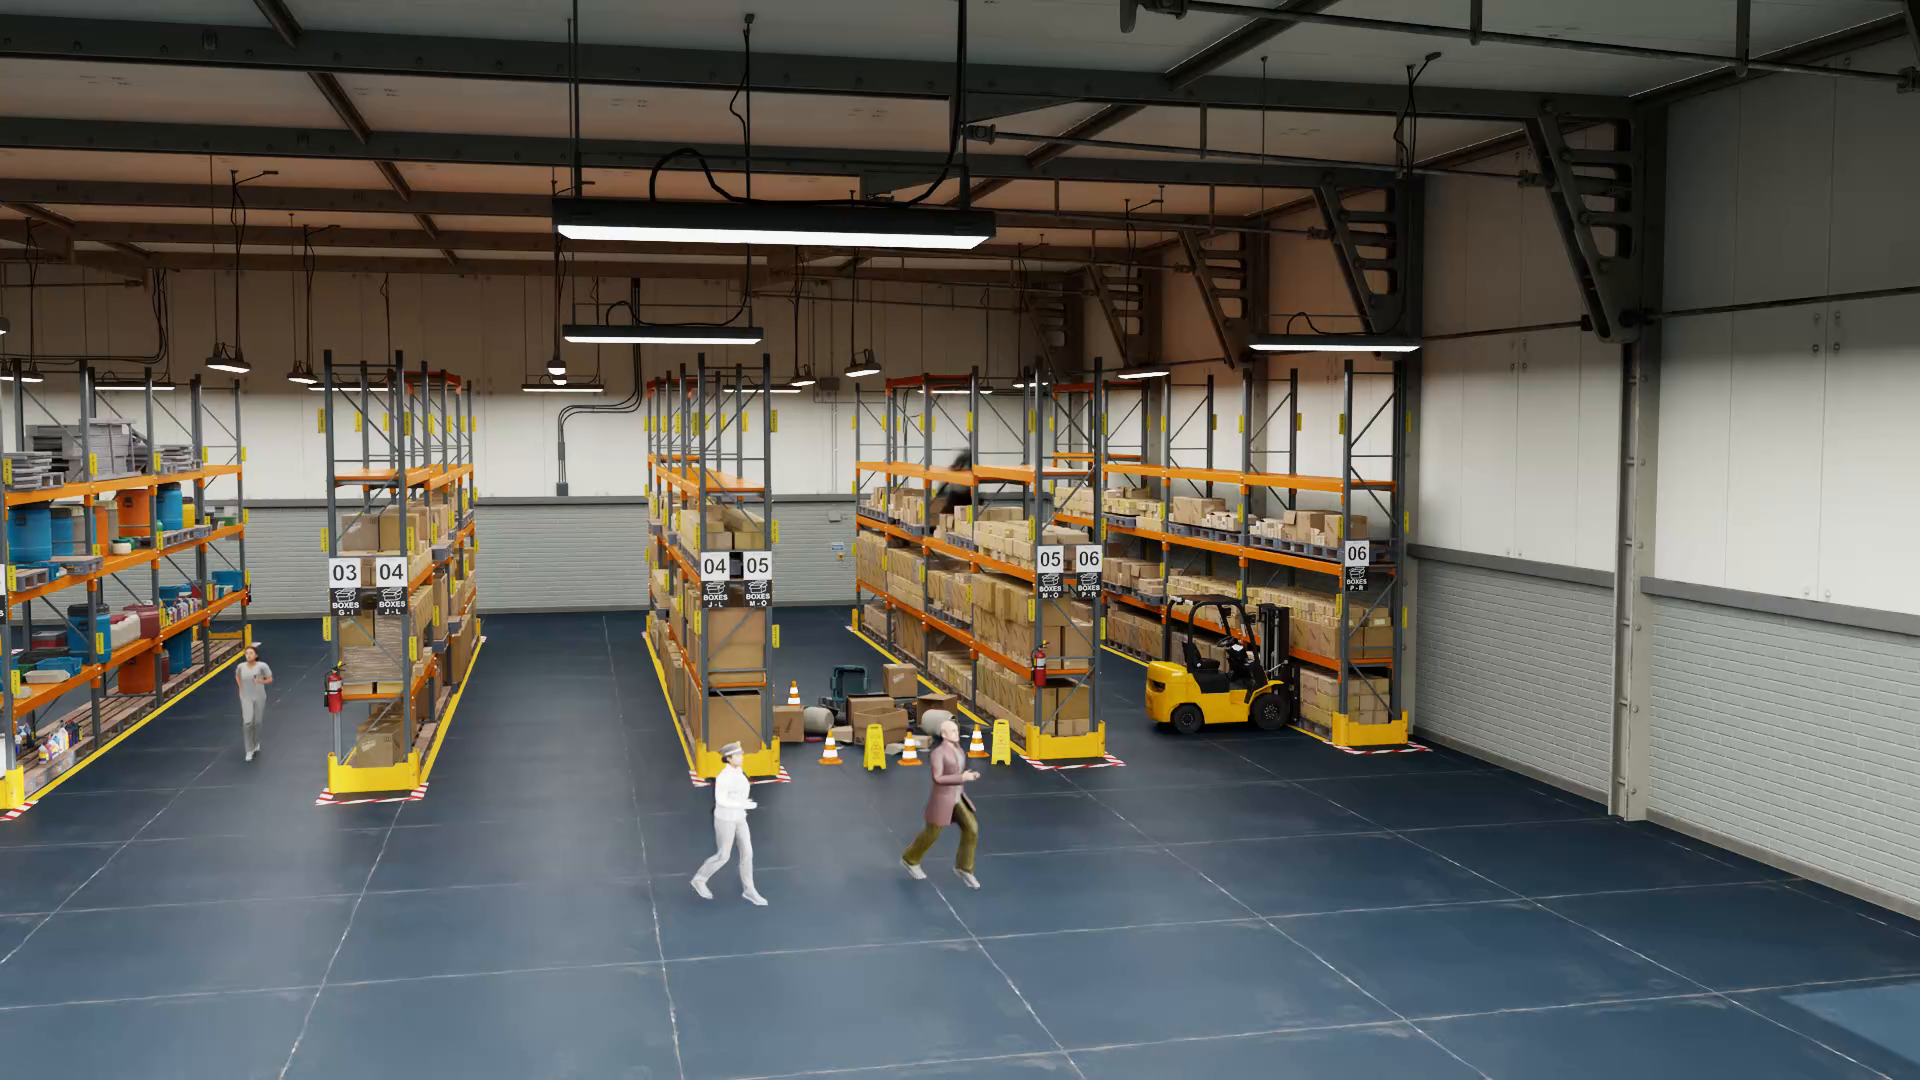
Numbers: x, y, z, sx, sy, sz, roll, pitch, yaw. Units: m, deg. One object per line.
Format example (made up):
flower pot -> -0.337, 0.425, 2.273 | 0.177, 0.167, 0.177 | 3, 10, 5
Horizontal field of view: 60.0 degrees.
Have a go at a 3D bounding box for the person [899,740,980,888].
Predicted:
person -> -0.202, 2.958, 18.122 | 0.916, 1.635, 0.731 | 3, 5, 34

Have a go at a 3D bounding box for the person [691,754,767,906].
person -> -2.414, 2.966, 17.375 | 0.818, 1.688, 0.630 | 1, 4, 19

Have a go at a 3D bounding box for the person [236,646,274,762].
person -> -10.604, 2.435, 25.019 | 0.541, 1.725, 0.793 | -1, 4, -19
